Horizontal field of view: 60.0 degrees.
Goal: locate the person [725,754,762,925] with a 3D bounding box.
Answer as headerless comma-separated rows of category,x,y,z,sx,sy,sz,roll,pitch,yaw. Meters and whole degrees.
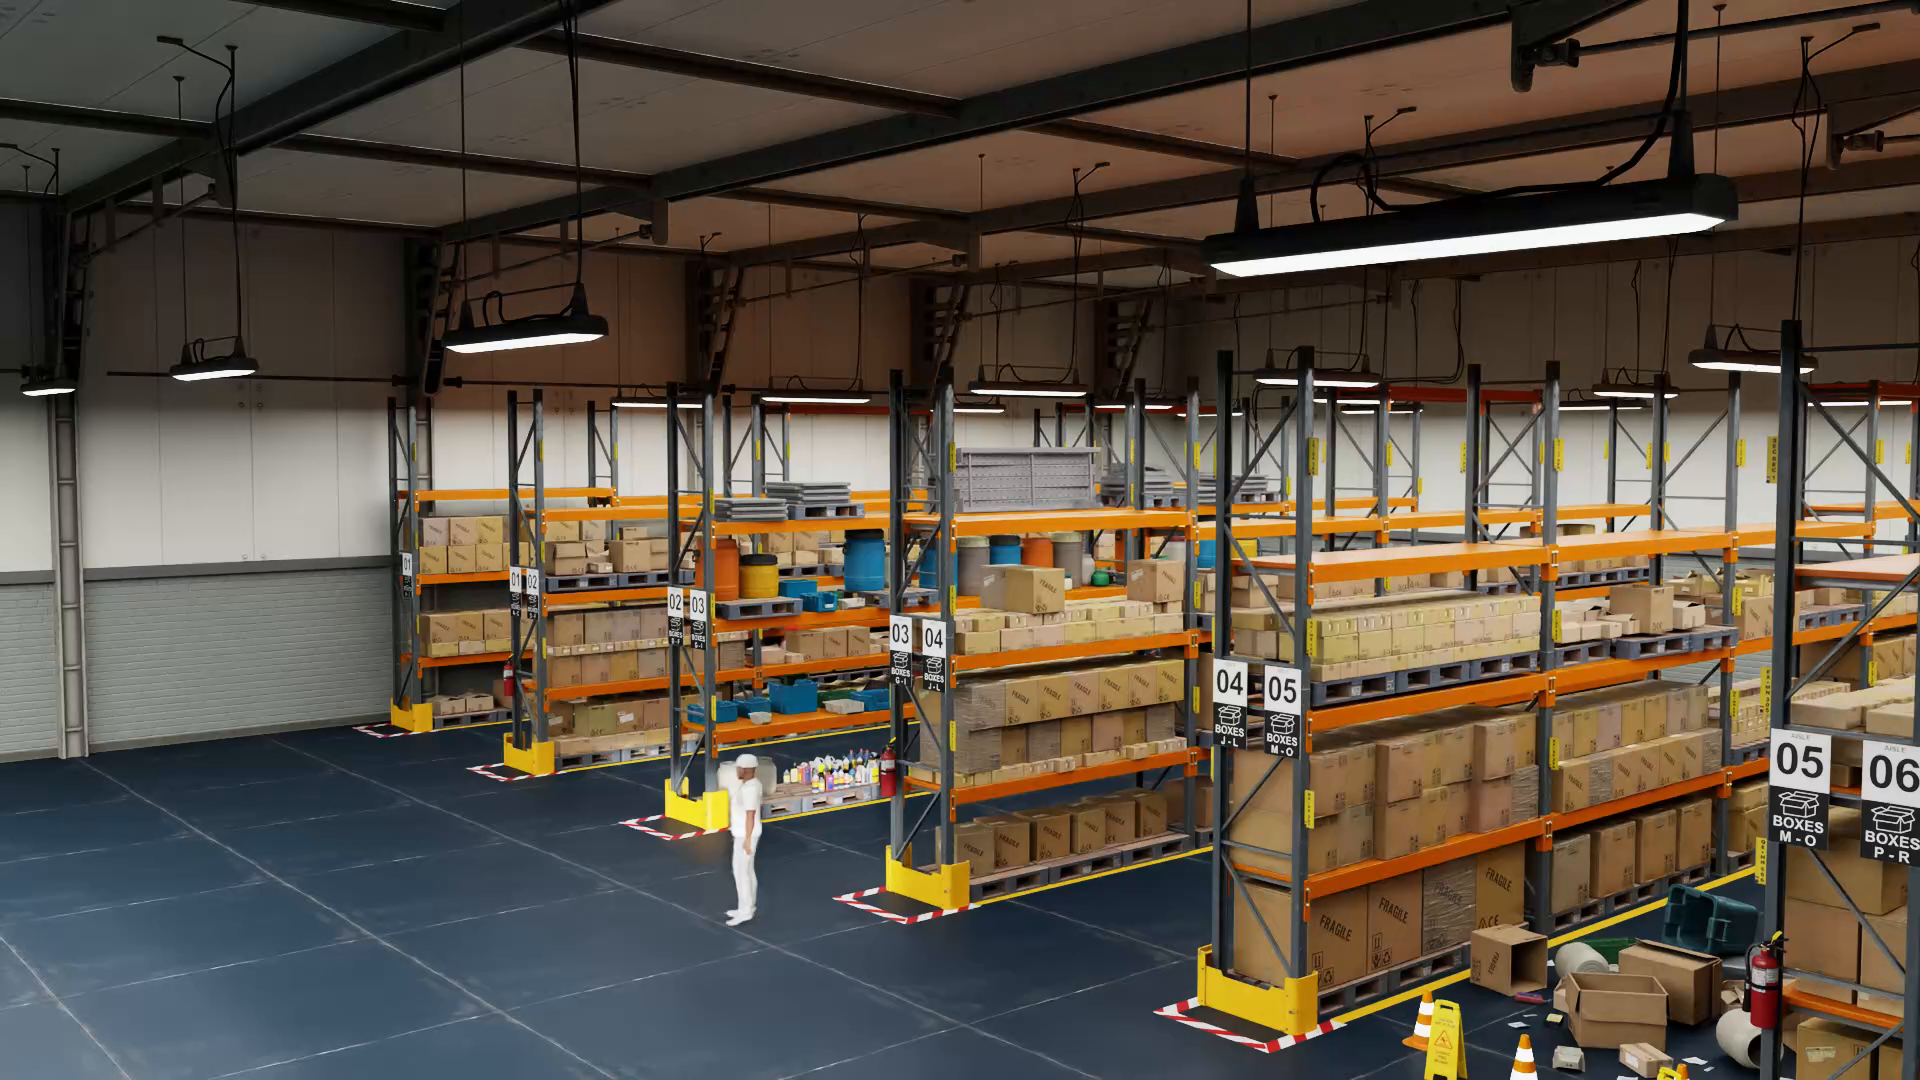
person,-2.352,3.231,18.086,0.395,1.801,0.620,0,3,-2

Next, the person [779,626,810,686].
person,-3.118,2.458,31.624,0.687,1.712,0.652,1,3,16
